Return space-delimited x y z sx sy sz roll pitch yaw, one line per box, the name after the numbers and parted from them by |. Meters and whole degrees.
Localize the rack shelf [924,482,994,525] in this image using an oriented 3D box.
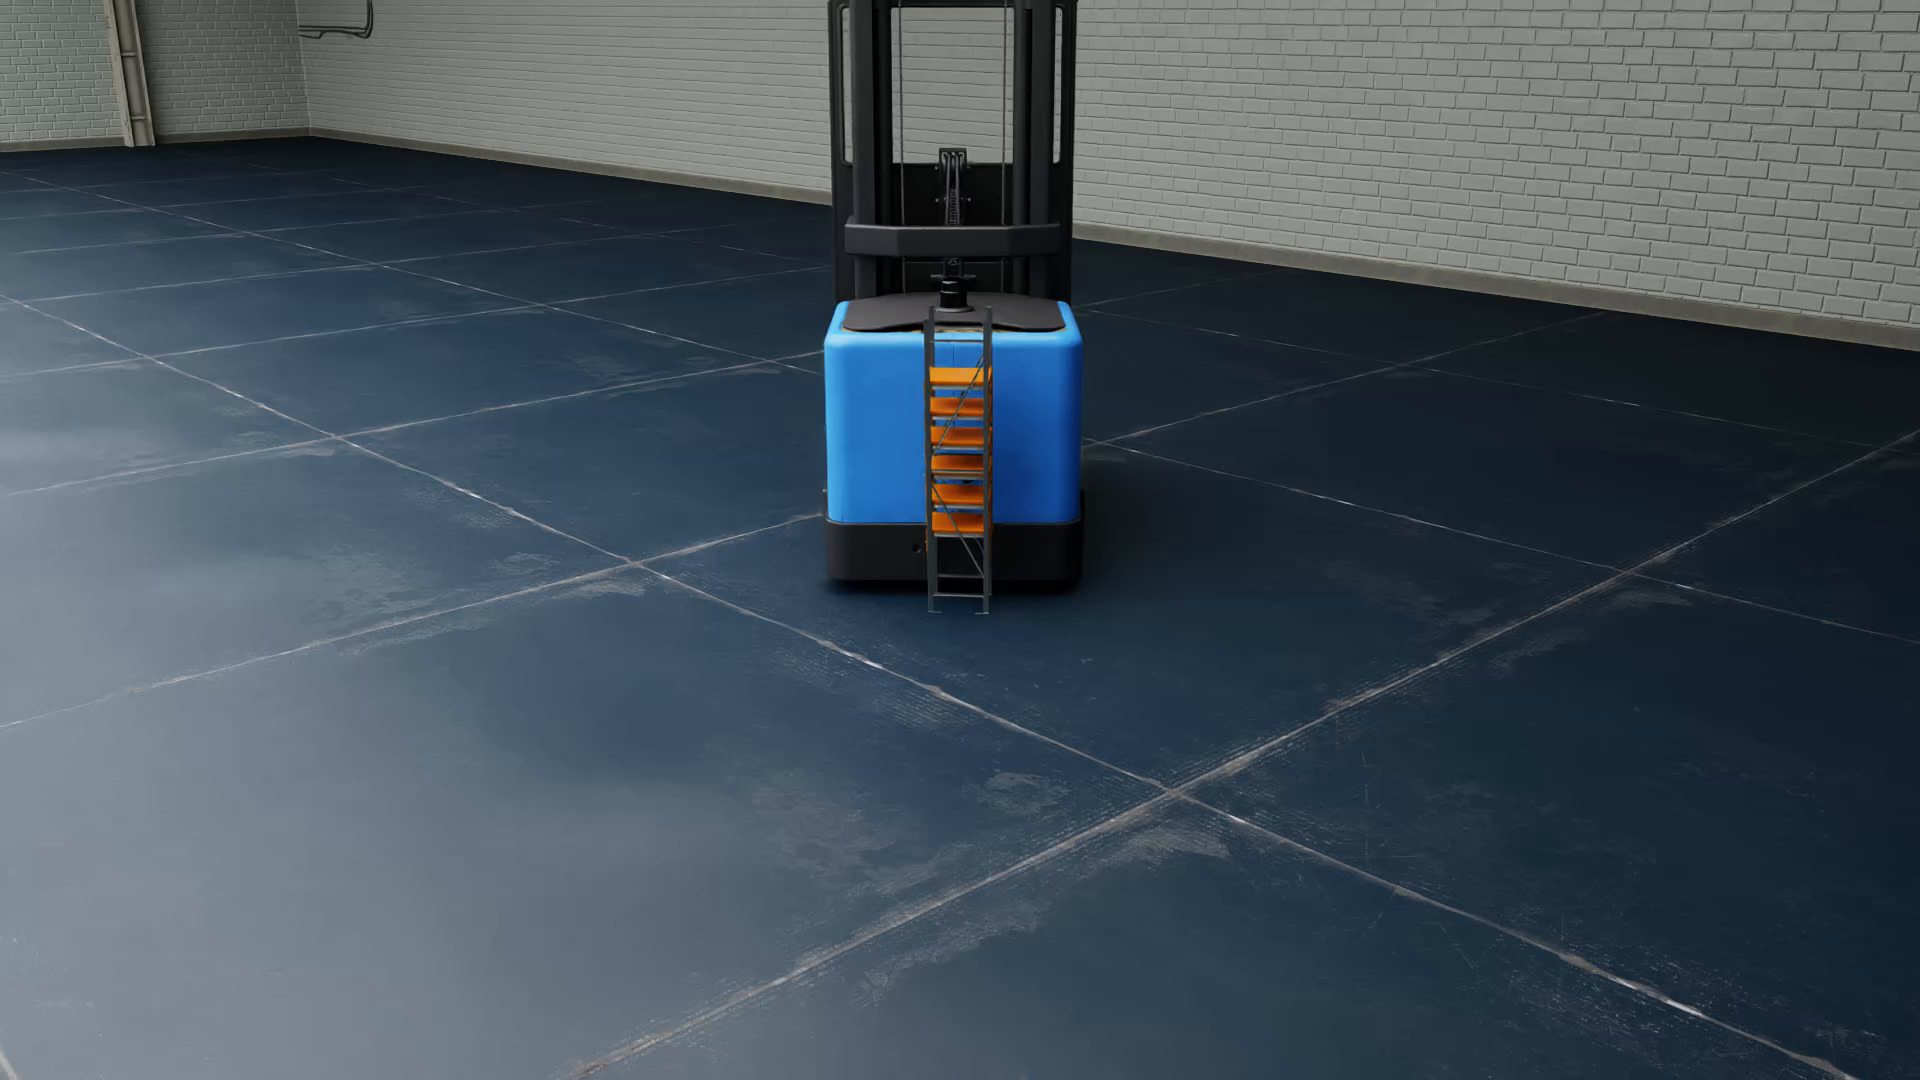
-0.001 -0.143 6.492 0.258 0.103 0.180 1 23 5 | rack shelf

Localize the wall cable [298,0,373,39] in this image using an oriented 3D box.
-10.709 -9.752 28.008 0.112 2.526 3.097 -16 24 -41 | wall cable

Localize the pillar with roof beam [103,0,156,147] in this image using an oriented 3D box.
-10.800 -9.937 23.542 0.400 9.000 9.100 -16 24 -41 | pillar with roof beam

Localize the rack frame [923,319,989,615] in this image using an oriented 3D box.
-0.010 -0.259 6.344 0.240 1.200 0.006 1 23 5 | rack frame

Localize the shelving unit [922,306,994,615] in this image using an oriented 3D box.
-0.002 -0.295 6.428 0.258 1.200 0.189 1 23 5 | shelving unit

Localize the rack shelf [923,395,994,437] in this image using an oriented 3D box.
-0.004 -0.475 6.351 0.258 0.103 0.180 1 23 5 | rack shelf

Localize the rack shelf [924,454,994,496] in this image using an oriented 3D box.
-0.002 -0.254 6.445 0.258 0.103 0.180 1 23 5 | rack shelf

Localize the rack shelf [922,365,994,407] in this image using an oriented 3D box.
-0.005 -0.585 6.304 0.258 0.103 0.180 1 23 5 | rack shelf

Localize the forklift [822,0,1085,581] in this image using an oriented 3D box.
-0.036 -1.629 7.756 1.130 2.935 3.031 0 18 0 | forklift

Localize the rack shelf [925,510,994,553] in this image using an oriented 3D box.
0.000 -0.033 6.539 0.258 0.103 0.180 1 23 5 | rack shelf

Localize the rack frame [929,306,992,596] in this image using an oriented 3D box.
0.005 -0.330 6.512 0.240 1.200 0.006 1 23 5 | rack frame

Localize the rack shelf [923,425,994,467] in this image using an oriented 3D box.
-0.003 -0.364 6.398 0.258 0.103 0.180 1 23 5 | rack shelf
